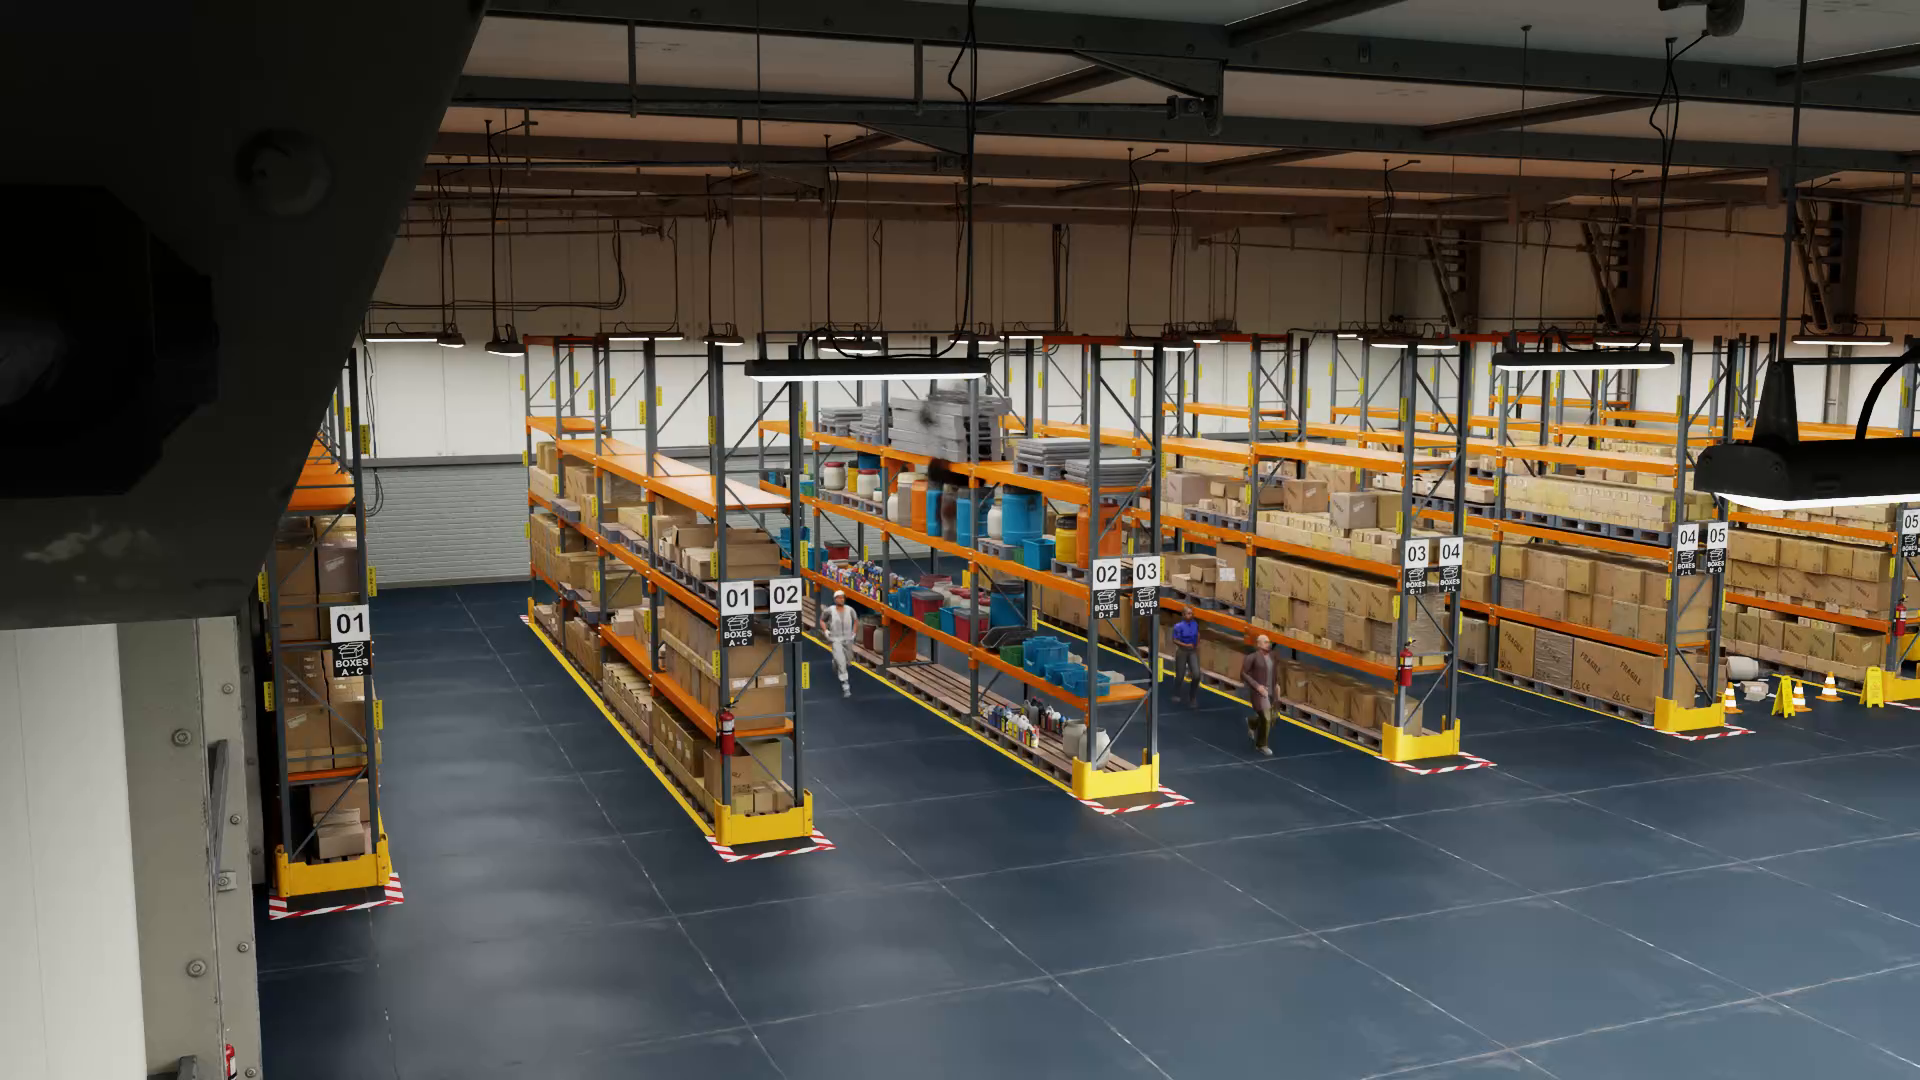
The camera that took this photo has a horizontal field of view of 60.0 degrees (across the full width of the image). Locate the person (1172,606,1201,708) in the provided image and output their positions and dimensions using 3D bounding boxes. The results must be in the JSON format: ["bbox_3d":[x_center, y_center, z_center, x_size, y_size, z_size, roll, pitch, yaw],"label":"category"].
[{"bbox_3d":[3.723,1.927,27.182,0.589,1.717,0.723,-3,8,-20],"label":"person"}]

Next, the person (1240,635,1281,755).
[{"bbox_3d":[4.395,2.241,24.409,0.741,1.743,0.652,-5,9,-35],"label":"person"}]

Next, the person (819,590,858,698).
[{"bbox_3d":[-2.029,1.725,28.295,0.633,1.770,1.068,-4,8,-25],"label":"person"}]
